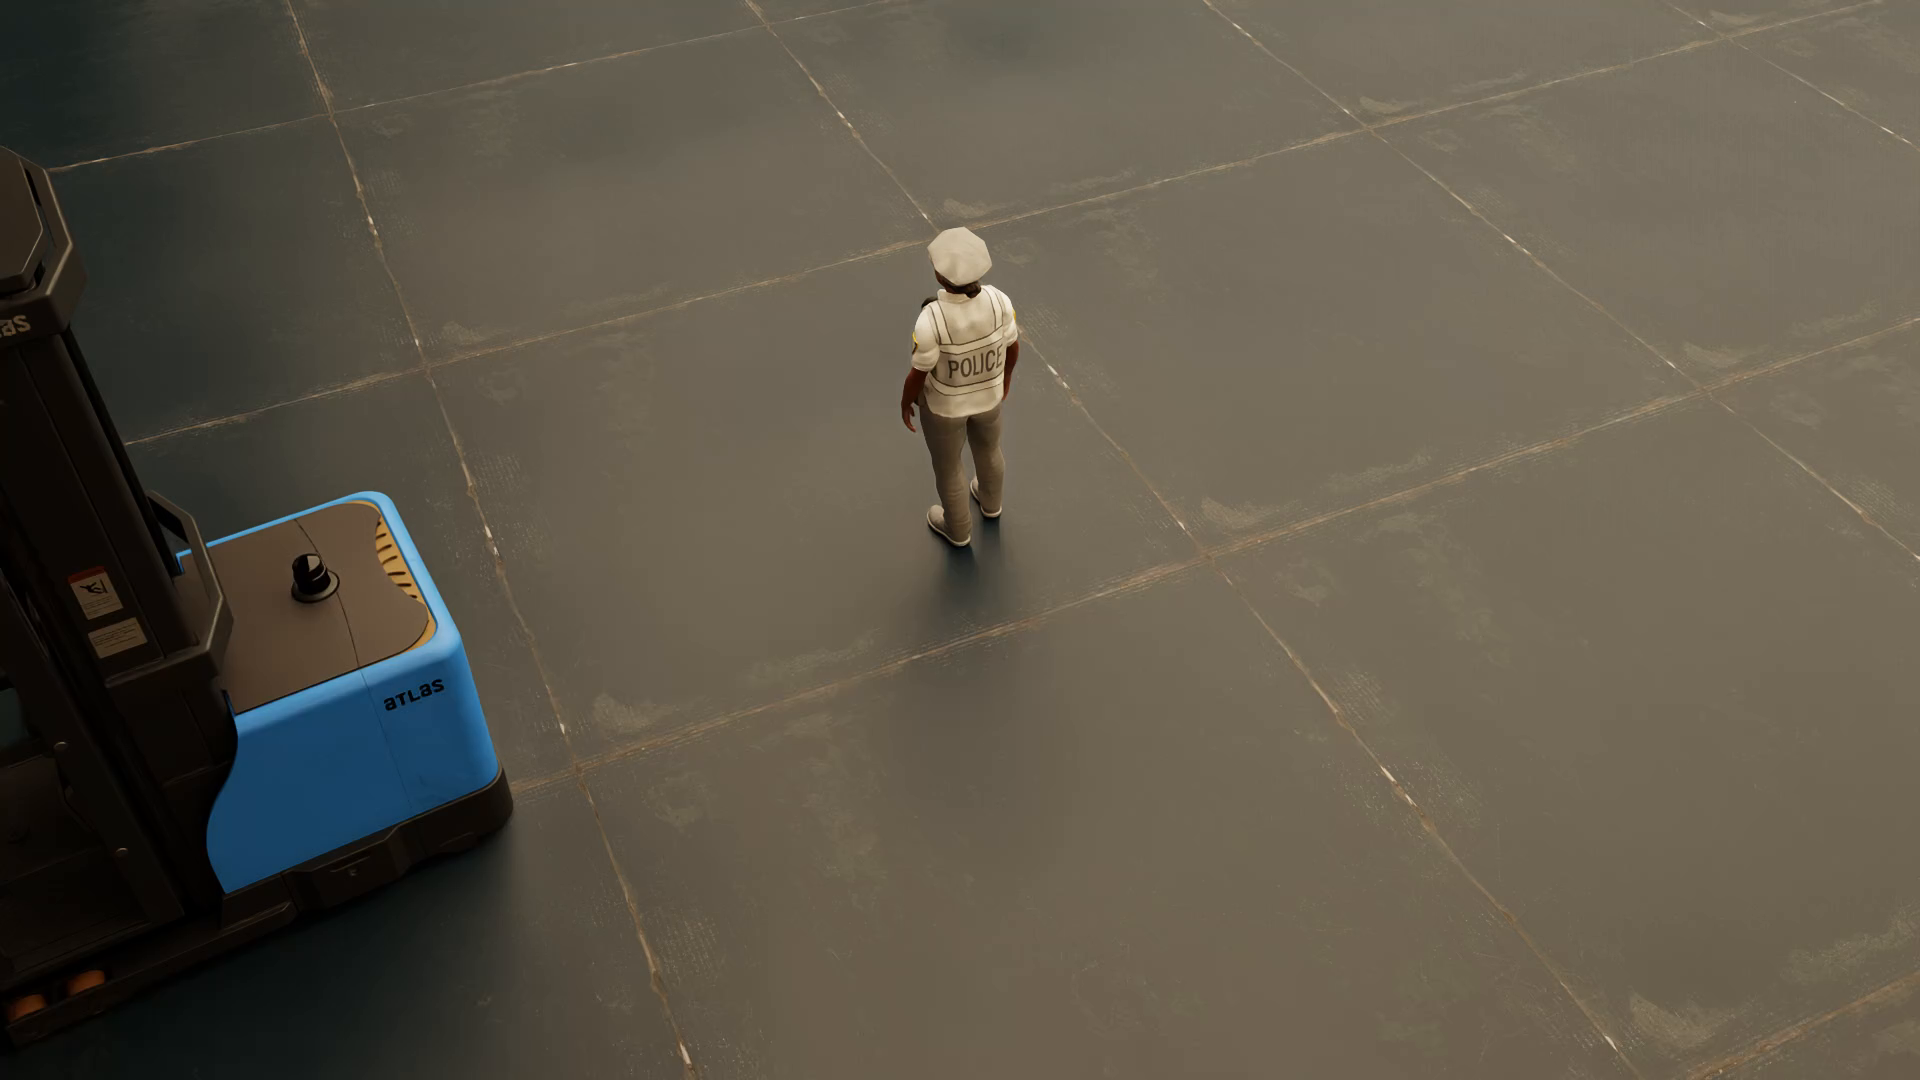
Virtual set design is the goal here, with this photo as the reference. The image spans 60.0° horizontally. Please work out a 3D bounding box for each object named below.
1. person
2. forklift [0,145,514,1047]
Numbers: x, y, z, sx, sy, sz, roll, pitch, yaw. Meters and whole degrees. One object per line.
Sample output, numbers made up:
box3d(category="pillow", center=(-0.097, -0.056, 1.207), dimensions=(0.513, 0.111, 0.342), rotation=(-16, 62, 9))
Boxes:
box3d(category="person", center=(-0.014, -0.677, 7.301), dimensions=(0.570, 1.697, 0.528), rotation=(-18, 46, -18))
box3d(category="forklift", center=(-3.300, 0.291, 5.368), dimensions=(3.031, 2.935, 1.130), rotation=(-22, 47, -22))
